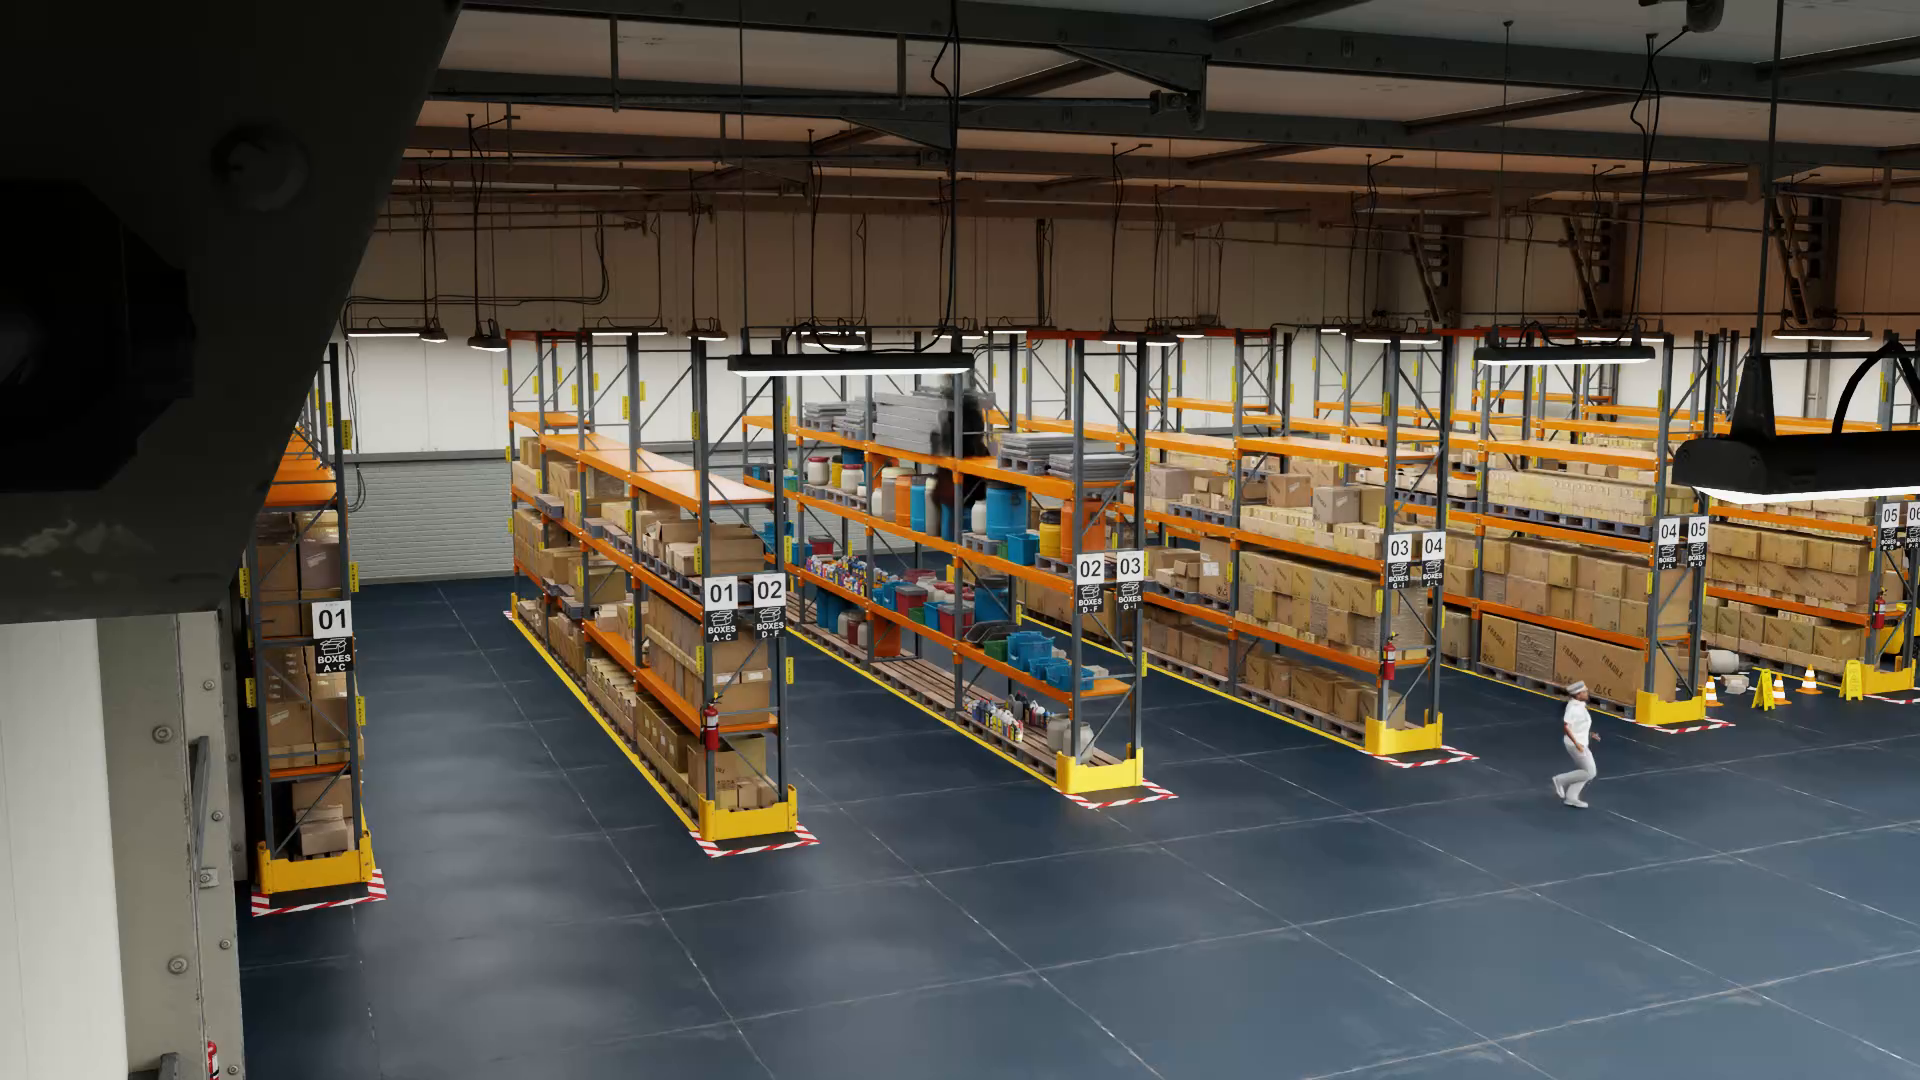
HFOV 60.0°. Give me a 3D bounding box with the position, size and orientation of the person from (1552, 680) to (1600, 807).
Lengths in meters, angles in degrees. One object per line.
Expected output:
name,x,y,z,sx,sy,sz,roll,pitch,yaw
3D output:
person,7.951,2.621,21.420,0.564,1.656,0.571,3,8,19
